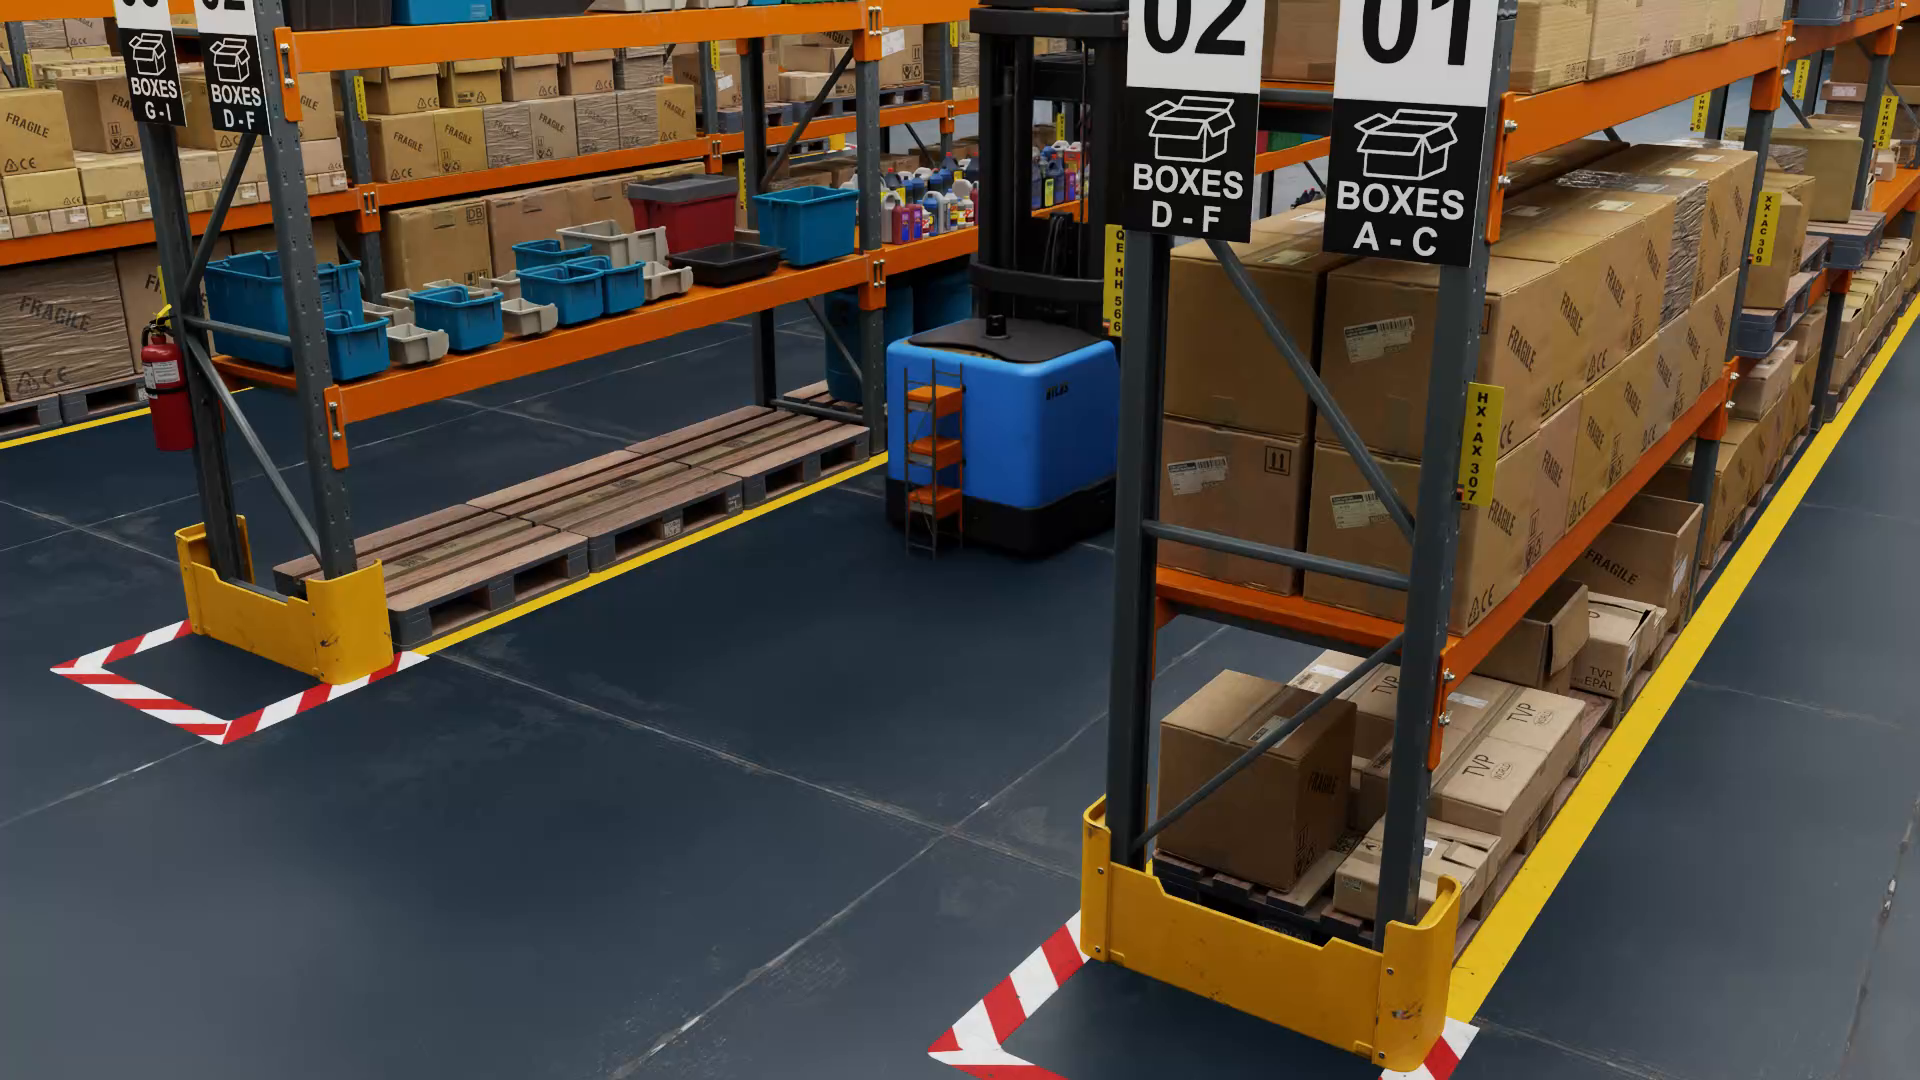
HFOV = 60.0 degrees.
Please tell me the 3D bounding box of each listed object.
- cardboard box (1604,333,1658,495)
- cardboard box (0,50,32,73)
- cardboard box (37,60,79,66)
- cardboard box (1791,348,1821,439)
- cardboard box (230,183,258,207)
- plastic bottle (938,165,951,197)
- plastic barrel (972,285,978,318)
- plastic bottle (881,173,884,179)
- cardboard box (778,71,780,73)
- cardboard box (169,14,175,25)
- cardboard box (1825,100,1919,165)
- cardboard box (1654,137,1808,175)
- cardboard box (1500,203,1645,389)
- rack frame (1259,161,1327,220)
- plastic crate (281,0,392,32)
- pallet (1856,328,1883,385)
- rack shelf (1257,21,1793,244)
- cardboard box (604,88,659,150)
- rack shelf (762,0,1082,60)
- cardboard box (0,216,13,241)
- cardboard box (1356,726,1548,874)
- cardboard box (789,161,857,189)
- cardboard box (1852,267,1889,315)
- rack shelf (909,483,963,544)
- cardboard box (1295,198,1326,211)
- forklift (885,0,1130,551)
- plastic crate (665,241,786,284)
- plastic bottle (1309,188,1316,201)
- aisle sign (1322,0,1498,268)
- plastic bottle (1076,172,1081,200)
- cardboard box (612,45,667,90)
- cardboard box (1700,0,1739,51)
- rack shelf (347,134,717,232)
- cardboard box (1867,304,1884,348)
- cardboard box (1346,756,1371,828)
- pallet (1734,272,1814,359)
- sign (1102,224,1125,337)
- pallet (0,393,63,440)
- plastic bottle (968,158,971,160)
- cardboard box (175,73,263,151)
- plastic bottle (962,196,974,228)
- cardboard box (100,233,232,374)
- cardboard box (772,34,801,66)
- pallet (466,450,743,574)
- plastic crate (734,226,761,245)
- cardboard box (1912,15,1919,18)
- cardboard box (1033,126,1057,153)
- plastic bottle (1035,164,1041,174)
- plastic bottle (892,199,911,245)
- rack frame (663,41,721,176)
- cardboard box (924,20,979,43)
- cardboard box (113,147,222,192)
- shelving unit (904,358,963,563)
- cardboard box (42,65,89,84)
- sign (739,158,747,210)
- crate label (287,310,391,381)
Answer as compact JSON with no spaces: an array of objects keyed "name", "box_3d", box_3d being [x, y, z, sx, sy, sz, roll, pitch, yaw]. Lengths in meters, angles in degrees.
[{"name":"cardboard box","box_3d":[2.233,-0.507,6.169,0.500,0.500,0.500,14,24,33]},{"name":"cardboard box","box_3d":[-11.595,-5.787,20.082,0.500,0.250,0.500,13,24,30]},{"name":"cardboard box","box_3d":[-8.860,-4.615,16.316,0.380,0.149,0.250,12,24,30]},{"name":"cardboard box","box_3d":[5.079,-0.964,10.517,0.500,0.500,0.500,14,25,34]},{"name":"cardboard box","box_3d":[-5.363,-2.539,12.168,0.380,0.149,0.250,14,24,33]},{"name":"plastic bottle","box_3d":[-0.116,-2.599,12.154,0.097,0.271,0.097,0,20,0]},{"name":"plastic barrel","box_3d":[0.176,-1.594,12.233,0.421,0.512,0.421,0,20,0]},{"name":"plastic bottle","box_3d":[-0.583,-2.421,11.558,0.144,0.351,0.185,13,24,32]},{"name":"cardboard box","box_3d":[-2.066,-4.842,17.621,0.396,0.266,0.258,12,24,30]},{"name":"cardboard box","box_3d":[-10.532,-6.577,21.545,0.500,0.500,0.500,12,24,30]},{"name":"cardboard box","box_3d":[7.903,-3.568,14.442,0.700,0.500,0.500,13,24,30]},{"name":"cardboard box","box_3d":[4.477,-2.060,9.762,0.500,0.500,0.700,-19,28,-41]},{"name":"cardboard box","box_3d":[1.954,-0.835,5.613,0.500,0.500,0.500,14,24,33]},{"name":"rack frame","box_3d":[3.564,-4.359,16.726,1.000,3.000,0.127,13,24,32]},{"name":"plastic crate","box_3d":[-2.734,-2.318,7.072,0.497,0.269,0.590,13,24,32]},{"name":"pallet","box_3d":[6.592,-1.514,13.053,1.003,0.211,1.213,13,24,32]},{"name":"rack shelf","box_3d":[2.037,-1.592,5.959,1.077,0.370,4.000,13,24,32]},{"name":"cardboard box","box_3d":[-3.138,-3.892,15.320,0.500,0.500,0.500,13,24,31]},{"name":"rack shelf","box_3d":[0.191,-3.707,11.676,1.077,0.370,4.000,13,24,32]},{"name":"cardboard box","box_3d":[-6.373,-2.024,10.776,0.380,0.149,0.250,13,24,31]},{"name":"cardboard box","box_3d":[1.734,0.890,5.864,0.500,0.250,0.500,13,24,32]},{"name":"cardboard box","box_3d":[-1.493,-3.893,18.436,0.700,0.500,0.500,11,23,27]},{"name":"cardboard box","box_3d":[6.813,-1.954,12.773,0.500,0.311,0.500,13,24,31]},{"name":"rack shelf","box_3d":[-0.140,-0.154,9.000,0.215,0.259,0.240,14,25,33]},{"name":"cardboard box","box_3d":[1.507,-0.941,5.900,0.500,0.500,0.500,14,25,33]},{"name":"forklift","box_3d":[0.850,-1.763,9.806,1.130,2.935,3.031,14,25,33]},{"name":"plastic crate","box_3d":[-1.340,-1.589,9.548,0.437,0.125,0.590,13,24,32]},{"name":"plastic bottle","box_3d":[3.796,-3.619,17.910,0.144,0.351,0.185,12,23,29]},{"name":"aisle sign","box_3d":[1.118,-1.091,4.145,0.394,0.787,0.004,13,24,32]},{"name":"plastic bottle","box_3d":[0.848,-2.628,12.332,0.097,0.201,0.097,0,20,0]},{"name":"cardboard box","box_3d":[-3.205,-4.488,15.485,0.797,0.503,0.637,14,25,34]},{"name":"cardboard box","box_3d":[2.544,-1.955,6.120,0.500,0.250,0.500,13,24,32]},{"name":"rack shelf","box_3d":[-3.905,-3.266,14.808,1.077,0.370,4.000,13,24,32]},{"name":"cardboard box","box_3d":[6.805,-1.687,12.859,0.500,0.250,0.500,14,24,33]},{"name":"cardboard box","box_3d":[1.317,0.871,6.037,0.380,0.166,0.250,13,24,32]},{"name":"pallet","box_3d":[3.701,-1.215,8.502,1.003,0.211,1.213,13,24,32]},{"name":"sign","box_3d":[0.465,-0.754,4.856,0.100,0.325,0.005,13,24,32]},{"name":"pallet","box_3d":[-6.893,-0.819,11.175,1.003,0.211,1.213,13,24,32]},{"name":"plastic bottle","box_3d":[0.068,-2.731,12.509,0.097,0.271,0.097,0,20,0]},{"name":"cardboard box","box_3d":[-5.351,-3.124,12.092,0.500,0.500,0.500,14,24,32]},{"name":"plastic bottle","box_3d":[0.045,-2.218,11.224,0.097,0.201,0.097,0,20,0]},{"name":"cardboard box","box_3d":[-5.972,-1.798,12.260,0.875,0.875,0.875,13,24,32]},{"name":"cardboard box","box_3d":[-2.791,-7.262,24.358,0.875,0.550,0.550,13,24,32]},{"name":"pallet","box_3d":[-1.999,-0.186,9.463,1.003,0.211,1.213,13,24,32]},{"name":"plastic crate","box_3d":[-1.313,-1.863,10.270,0.396,0.136,0.243,13,24,32]},{"name":"cardboard box","box_3d":[8.468,-4.465,14.997,0.700,0.500,0.500,13,24,32]},{"name":"cardboard box","box_3d":[1.044,-5.143,21.844,0.500,0.500,0.500,-17,26,-38]},{"name":"plastic bottle","box_3d":[0.576,-2.605,12.151,0.061,0.283,0.133,13,24,32]},{"name":"plastic bottle","box_3d":[-0.374,-2.031,10.600,0.061,0.283,0.133,13,24,32]},{"name":"rack frame","box_3d":[-2.781,-4.177,16.235,1.000,3.000,0.127,13,24,32]},{"name":"cardboard box","box_3d":[-0.069,-6.060,19.310,0.500,0.500,0.500,13,24,32]},{"name":"cardboard box","box_3d":[-5.636,-2.626,11.827,0.500,0.250,0.500,14,24,33]},{"name":"shelving unit","box_3d":[-0.140,-0.425,8.900,0.215,1.050,0.252,14,25,33]},{"name":"cardboard box","box_3d":[-8.473,-4.408,15.756,0.380,0.149,0.250,15,25,35]},{"name":"sign","box_3d":[-1.387,-2.301,10.764,0.100,0.325,0.005,13,24,32]},{"name":"crate label","box_3d":[-2.770,-0.872,7.455,0.416,0.233,0.303,13,24,32]}]
